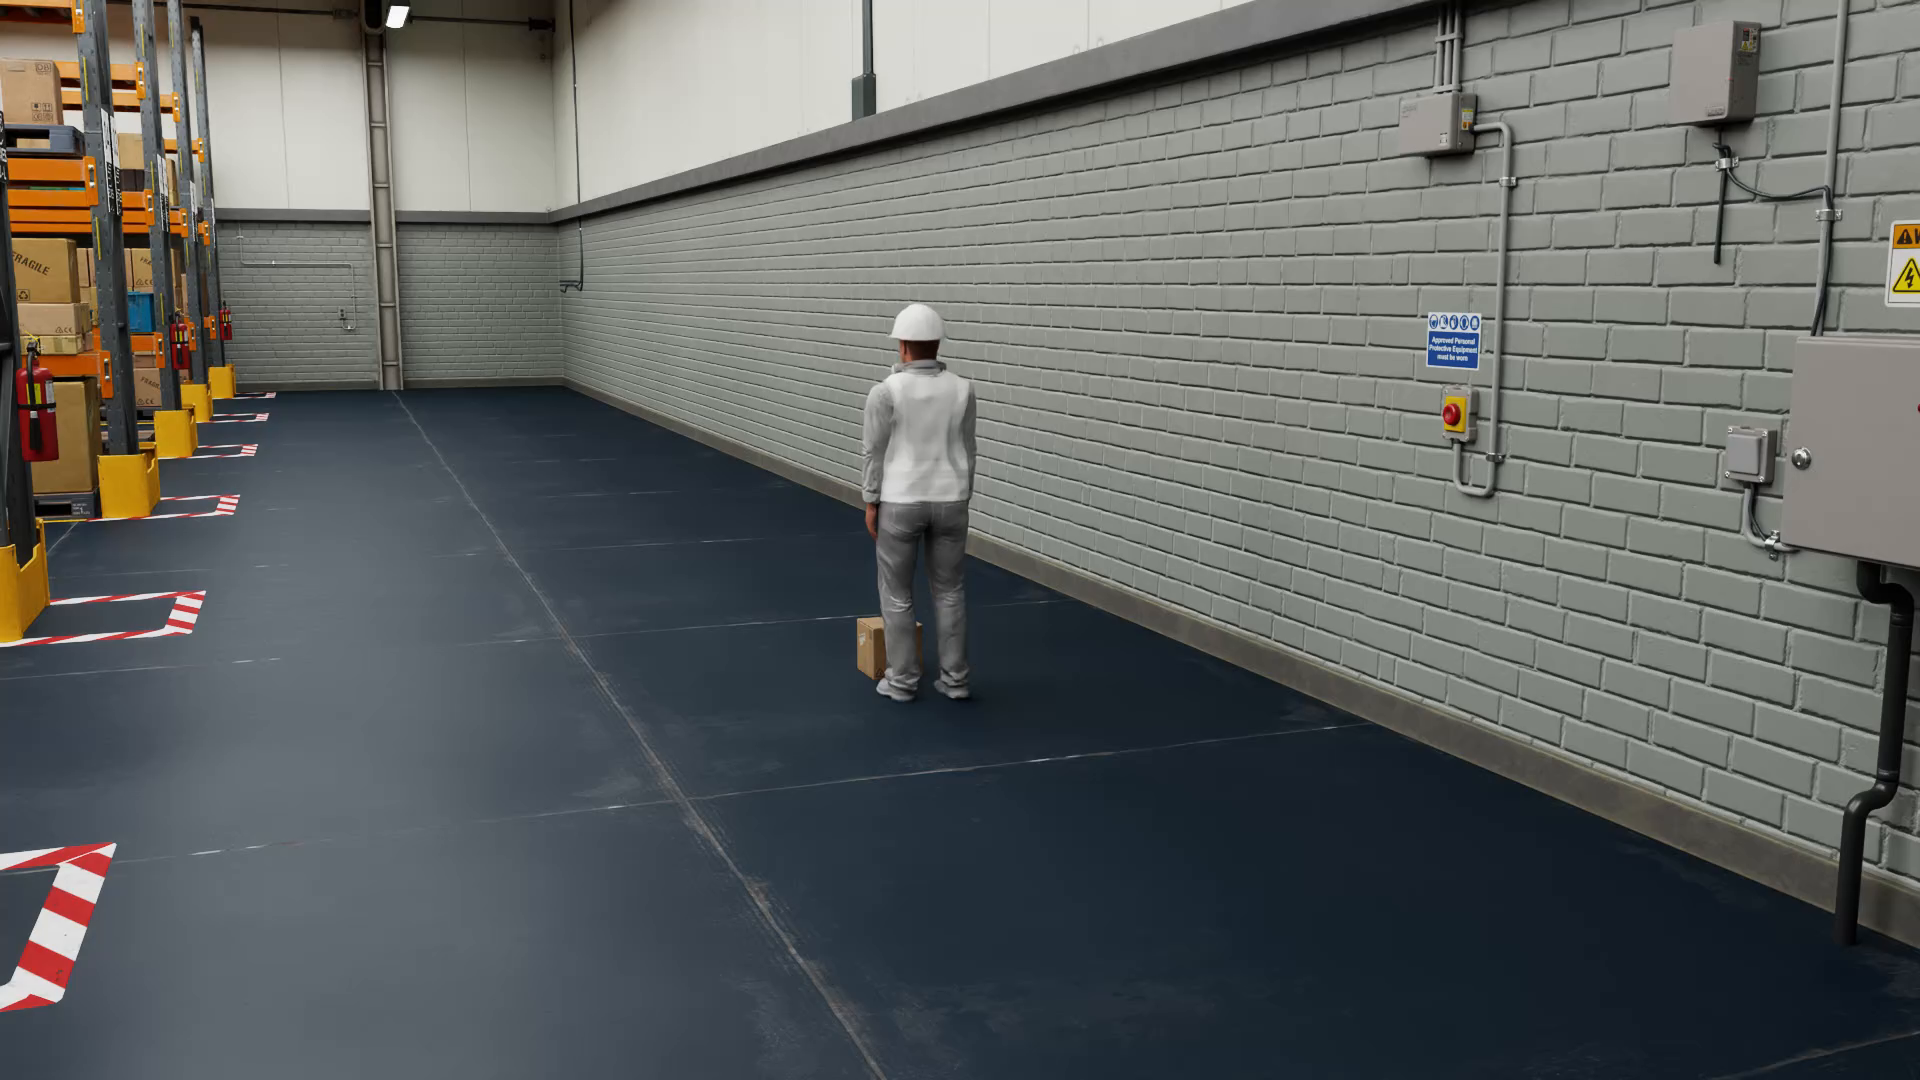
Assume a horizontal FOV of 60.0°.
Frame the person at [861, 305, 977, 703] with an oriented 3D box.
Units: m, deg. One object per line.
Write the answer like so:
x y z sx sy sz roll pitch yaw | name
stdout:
-0.189 -0.157 7.454 0.533 1.779 0.360 -3 9 -20 | person
